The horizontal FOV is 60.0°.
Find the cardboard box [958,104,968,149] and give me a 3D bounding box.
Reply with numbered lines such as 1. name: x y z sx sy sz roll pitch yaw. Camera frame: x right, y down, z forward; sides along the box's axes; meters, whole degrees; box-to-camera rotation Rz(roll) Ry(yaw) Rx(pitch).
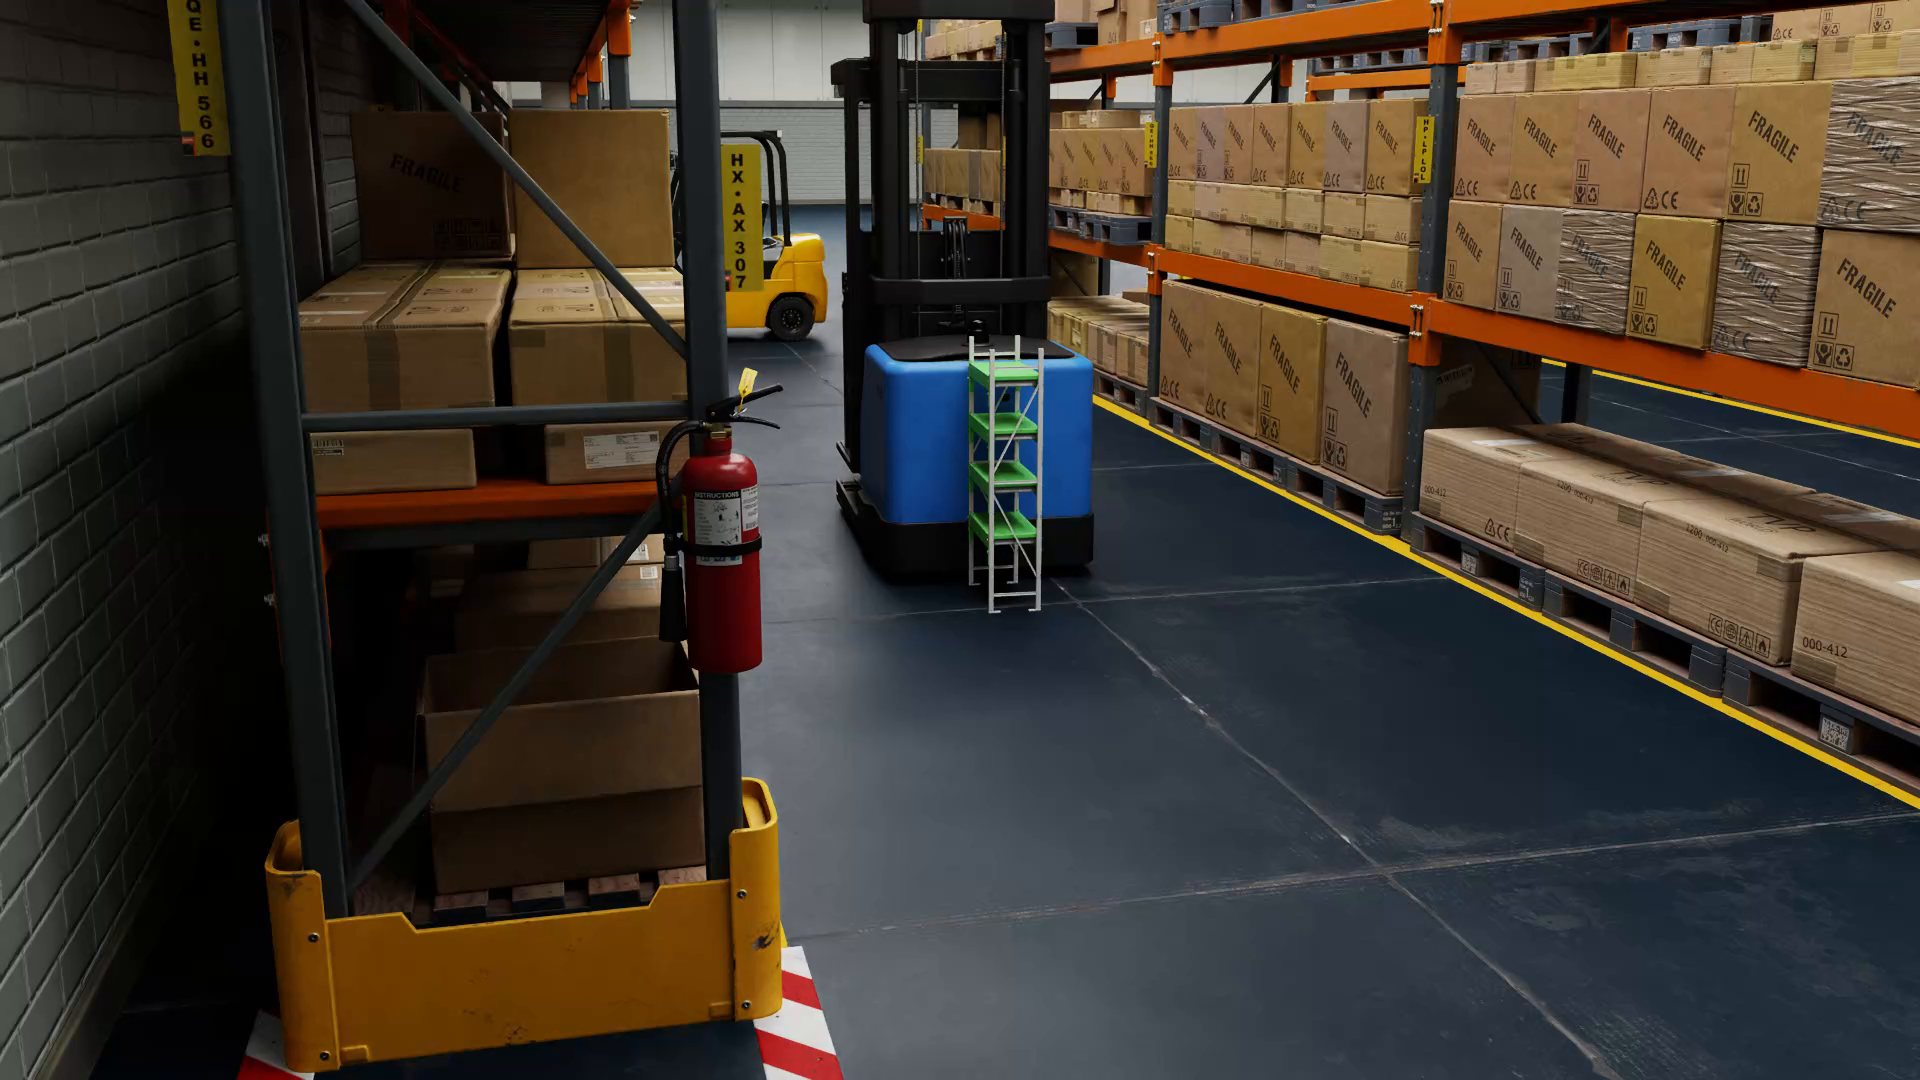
1. cardboard box: 0.376 -4.812 19.360 0.700 0.500 0.500 -4 14 -15

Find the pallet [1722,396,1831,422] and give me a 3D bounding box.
1. pallet: 6.893 -1.158 13.222 1.003 0.211 1.213 -3 14 -13

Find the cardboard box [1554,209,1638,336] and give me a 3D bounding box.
1. cardboard box: 2.943 -1.165 7.166 0.500 0.500 0.500 -3 14 -13

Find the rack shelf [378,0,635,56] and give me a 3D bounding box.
1. rack shelf: -1.492 -1.840 5.333 1.077 0.370 4.000 -3 14 -13

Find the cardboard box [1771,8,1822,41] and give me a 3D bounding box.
1. cardboard box: 6.586 -4.052 12.662 0.500 0.500 0.500 -3 14 -13

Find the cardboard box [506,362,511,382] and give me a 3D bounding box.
1. cardboard box: -1.742 -0.626 5.697 0.380 0.149 0.250 -3 14 -11

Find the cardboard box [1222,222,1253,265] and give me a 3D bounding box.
1. cardboard box: 2.049 -1.955 10.925 0.500 0.250 0.500 -3 14 -11

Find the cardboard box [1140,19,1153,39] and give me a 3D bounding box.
1. cardboard box: 1.579 -3.847 12.561 0.380 0.149 0.250 -3 14 -13

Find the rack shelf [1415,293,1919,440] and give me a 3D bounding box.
1. rack shelf: 3.332 -0.660 6.824 1.077 0.370 4.000 -3 14 -13

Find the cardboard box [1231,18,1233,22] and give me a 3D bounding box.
1. cardboard box: 2.014 -3.811 12.415 0.380 0.149 0.250 -3 14 -13

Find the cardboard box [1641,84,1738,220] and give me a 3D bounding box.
1. cardboard box: 3.077 -1.530 6.551 0.500 0.500 0.500 -3 14 -14

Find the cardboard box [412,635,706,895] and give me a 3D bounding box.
1. cardboard box: -1.074 0.592 4.560 0.797 0.503 0.637 -4 14 -15

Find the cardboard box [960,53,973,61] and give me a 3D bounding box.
1. cardboard box: 0.215 -5.123 17.786 0.380 0.149 0.250 -4 14 -15

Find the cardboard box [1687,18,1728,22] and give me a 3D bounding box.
1. cardboard box: 6.174 -4.584 14.141 0.500 0.311 0.500 -3 14 -13

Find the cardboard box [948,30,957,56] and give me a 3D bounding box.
1. cardboard box: 0.158 -5.403 18.090 0.500 0.250 0.500 -3 14 -12

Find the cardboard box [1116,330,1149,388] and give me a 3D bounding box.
1. cardboard box: 1.800 -1.452 13.202 0.950 0.372 0.625 -4 14 -17

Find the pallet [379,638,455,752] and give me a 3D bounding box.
1. pallet: -1.511 0.602 6.020 1.003 0.211 1.213 -3 14 -13

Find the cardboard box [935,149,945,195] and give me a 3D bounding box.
1. cardboard box: 0.011 -4.188 18.913 0.500 0.500 0.500 -3 14 -11

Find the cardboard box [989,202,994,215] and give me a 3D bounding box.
1. cardboard box: 0.516 -3.431 17.182 0.380 0.149 0.250 -3 14 -14

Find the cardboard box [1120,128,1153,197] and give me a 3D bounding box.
1. cardboard box: 1.546 -2.880 12.673 0.500 0.500 0.500 -4 14 -15

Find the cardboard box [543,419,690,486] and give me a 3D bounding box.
1. cardboard box: -0.833 -0.240 4.117 0.380 0.149 0.250 -3 14 -14

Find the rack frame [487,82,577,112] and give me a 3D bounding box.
1. rack frame: -4.780 -3.962 18.823 1.000 3.000 0.127 -3 14 -13

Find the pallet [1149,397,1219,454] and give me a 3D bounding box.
1. pallet: 2.035 -0.853 11.974 1.003 0.211 1.213 -3 14 -13

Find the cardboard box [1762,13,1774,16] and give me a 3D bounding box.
1. cardboard box: 6.788 -4.367 13.593 0.380 0.149 0.250 -4 14 -15

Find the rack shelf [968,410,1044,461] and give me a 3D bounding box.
1. rack shelf: 0.205 -0.484 7.636 0.258 0.148 0.480 -2 14 -10

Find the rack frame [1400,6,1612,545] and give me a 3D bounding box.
1. rack frame: 2.862 -1.471 8.628 1.000 3.000 0.127 -3 14 -13

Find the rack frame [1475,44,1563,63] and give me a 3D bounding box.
1. rack frame: 5.771 -3.616 17.406 1.000 3.000 0.127 -3 14 -13

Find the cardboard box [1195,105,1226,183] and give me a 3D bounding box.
1. cardboard box: 1.927 -2.687 11.286 0.500 0.500 0.500 -3 14 -13

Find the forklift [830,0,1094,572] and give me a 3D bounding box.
1. forklift: -0.111 -1.569 9.175 1.130 2.935 3.031 -2 14 -10

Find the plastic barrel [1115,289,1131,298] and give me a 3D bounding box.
1. plastic barrel: 2.001 -2.596 18.660 0.512 0.421 0.421 7 15 26

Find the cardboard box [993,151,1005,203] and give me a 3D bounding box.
1. cardboard box: 0.637 -3.598 16.497 0.500 0.500 0.500 -4 14 -15

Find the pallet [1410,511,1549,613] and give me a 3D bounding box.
1. pallet: 2.965 0.063 8.223 1.003 0.211 1.213 -3 14 -13

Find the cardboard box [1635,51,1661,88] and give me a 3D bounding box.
1. cardboard box: 3.033 -1.941 6.868 0.380 0.149 0.250 -3 14 -13

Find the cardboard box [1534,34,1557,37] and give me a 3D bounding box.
1. cardboard box: 5.671 -5.107 16.378 0.258 0.266 0.396 -4 14 -14

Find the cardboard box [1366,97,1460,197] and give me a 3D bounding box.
1. cardboard box: 2.513 -2.094 8.862 0.500 0.500 0.500 -3 14 -11

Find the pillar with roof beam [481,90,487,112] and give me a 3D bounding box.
1. pillar with roof beam: -4.126 -9.673 29.561 9.100 9.000 0.400 -3 14 -13

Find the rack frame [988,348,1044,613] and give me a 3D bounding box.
1. rack frame: 0.249 -0.256 7.445 0.240 1.200 0.015 -2 14 -10

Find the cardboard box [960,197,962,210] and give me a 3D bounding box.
1. cardboard box: 0.208 -3.728 18.394 0.380 0.149 0.250 -3 14 -11

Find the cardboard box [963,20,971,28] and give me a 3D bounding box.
1. cardboard box: 0.240 -5.452 17.453 0.380 0.149 0.250 -3 14 -12

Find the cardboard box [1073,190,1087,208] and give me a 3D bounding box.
1. cardboard box: 1.176 -2.891 14.086 0.380 0.149 0.250 -4 14 -15

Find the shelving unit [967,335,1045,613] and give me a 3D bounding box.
1. shelving unit: 0.205 -0.313 7.678 0.258 1.200 0.503 -2 14 -10

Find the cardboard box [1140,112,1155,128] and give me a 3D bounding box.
1. cardboard box: 1.573 -3.715 14.722 0.380 0.149 0.250 -4 14 -16

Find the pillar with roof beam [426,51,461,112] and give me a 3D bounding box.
1. pillar with roof beam: -1.308 -6.905 18.230 9.100 9.000 0.400 -3 14 -13

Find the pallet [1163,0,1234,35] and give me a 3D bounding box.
1. pallet: 2.126 -3.614 11.475 1.213 0.211 1.003 -3 14 -11

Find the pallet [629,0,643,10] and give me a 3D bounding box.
1. pallet: -2.293 -2.953 8.768 1.213 0.211 1.003 -3 14 -13

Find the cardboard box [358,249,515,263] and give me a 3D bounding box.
1. cardboard box: -1.864 -0.901 5.985 0.500 0.250 0.500 -3 14 -12

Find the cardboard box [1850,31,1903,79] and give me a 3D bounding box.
1. cardboard box: 3.278 -1.642 5.642 0.380 0.149 0.250 -3 14 -12

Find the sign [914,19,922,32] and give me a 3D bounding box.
1. sign: -0.483 -6.091 19.375 0.100 0.325 0.005 -3 14 -13

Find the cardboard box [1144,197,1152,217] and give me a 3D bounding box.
1. cardboard box: 1.617 -2.538 12.640 0.380 0.149 0.250 -3 14 -11

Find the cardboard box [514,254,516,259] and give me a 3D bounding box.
1. cardboard box: -1.368 -0.931 6.105 0.500 0.250 0.500 -3 14 -14

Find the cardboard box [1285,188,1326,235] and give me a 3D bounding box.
1. cardboard box: 2.270 -1.963 9.905 0.500 0.250 0.500 -3 14 -12

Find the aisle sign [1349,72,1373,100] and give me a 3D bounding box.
1. aisle sign: 5.107 -5.834 21.010 0.394 0.787 0.004 -3 14 -13

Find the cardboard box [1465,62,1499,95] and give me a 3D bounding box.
1. cardboard box: 2.684 -2.233 8.063 0.380 0.149 0.250 -3 14 -14

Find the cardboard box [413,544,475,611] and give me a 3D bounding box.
1. cardboard box: -2.036 0.074 7.083 0.500 0.311 0.500 -3 14 -11

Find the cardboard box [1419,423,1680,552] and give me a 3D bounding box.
1. cardboard box: 2.906 -0.279 8.265 0.875 0.438 0.875 -3 14 -14

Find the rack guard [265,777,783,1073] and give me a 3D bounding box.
1. rack guard: -1.040 0.926 4.083 1.175 0.500 0.348 -3 14 -13

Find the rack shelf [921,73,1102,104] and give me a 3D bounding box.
1. rack shelf: 0.514 -4.886 17.800 1.077 0.370 4.000 -3 14 -13
